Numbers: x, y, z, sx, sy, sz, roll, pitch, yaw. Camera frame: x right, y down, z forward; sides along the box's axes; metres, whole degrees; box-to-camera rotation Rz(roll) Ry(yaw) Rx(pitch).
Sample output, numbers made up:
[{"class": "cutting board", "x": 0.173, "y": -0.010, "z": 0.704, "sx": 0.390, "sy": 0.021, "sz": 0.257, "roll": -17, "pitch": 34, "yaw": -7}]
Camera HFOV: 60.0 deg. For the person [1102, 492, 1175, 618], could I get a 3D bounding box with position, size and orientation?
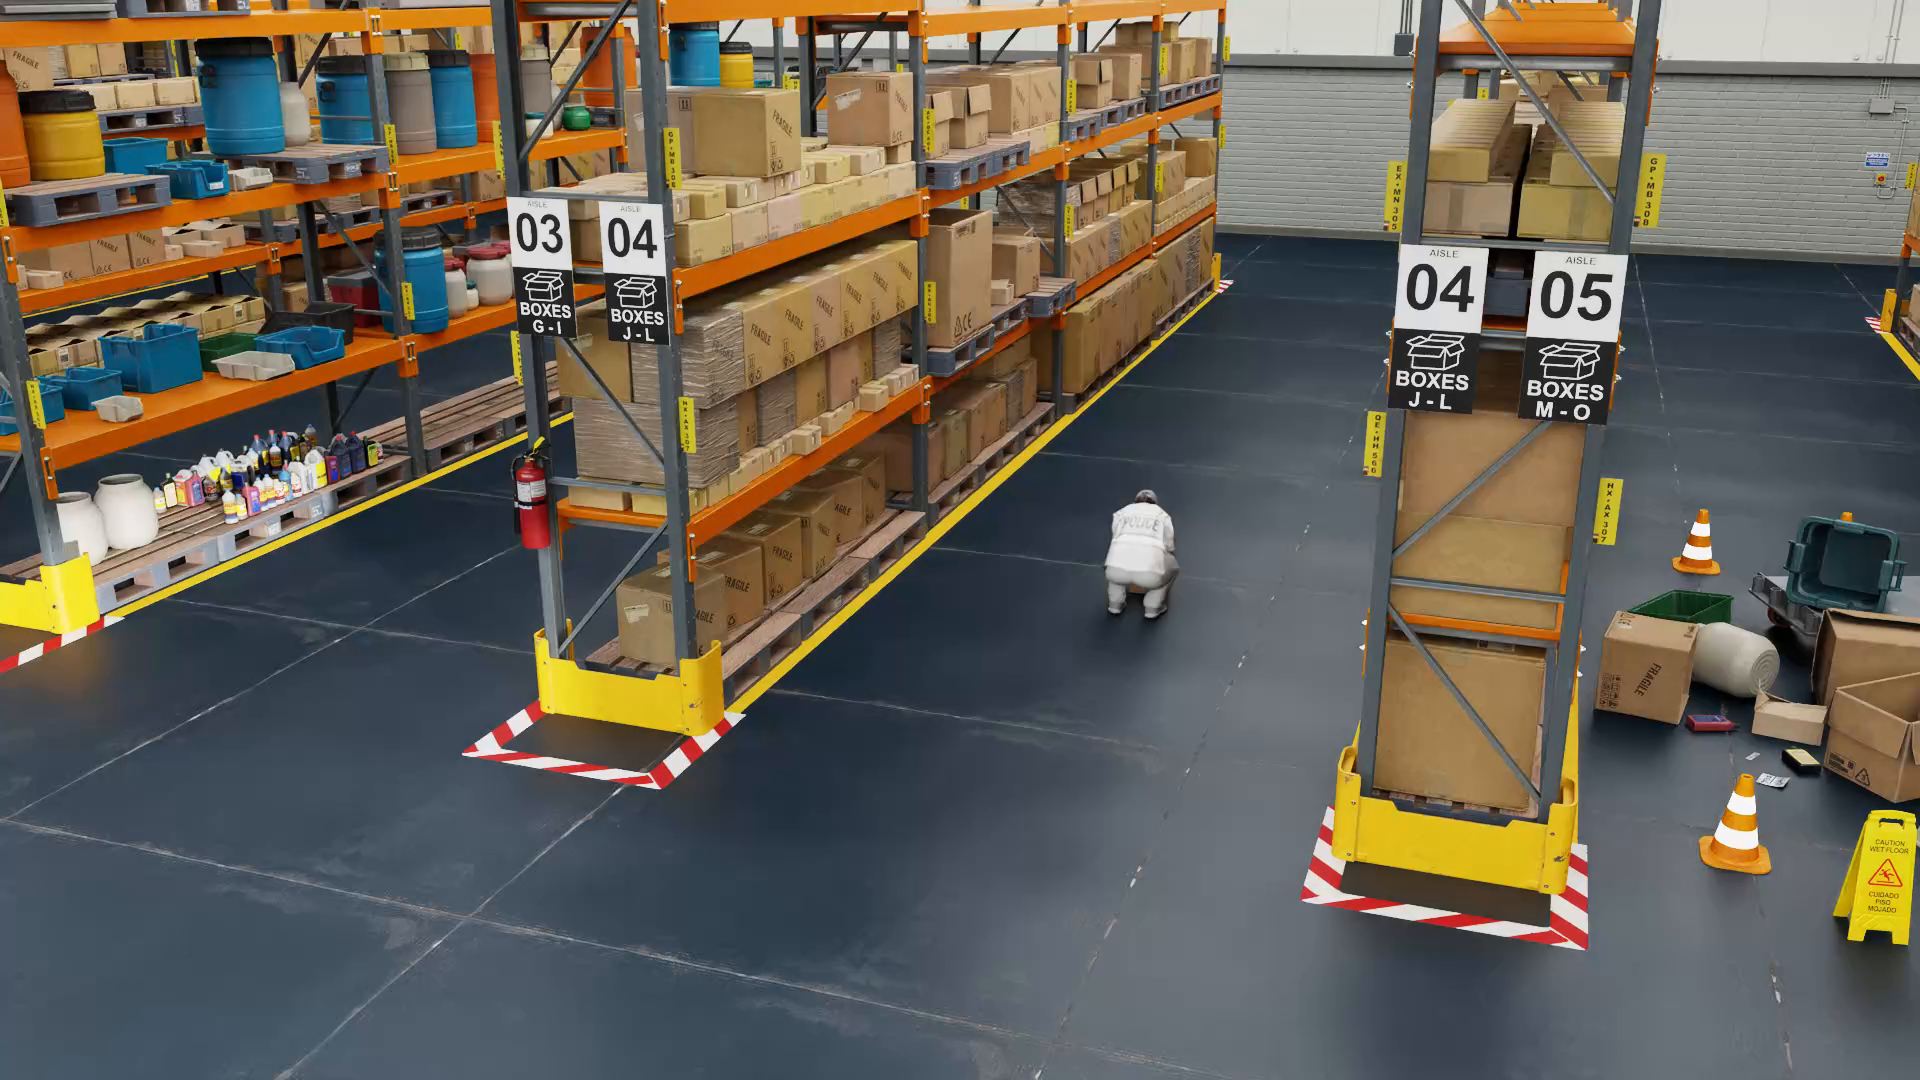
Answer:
[{"class": "person", "x": 1.315, "y": 0.123, "z": 12.134, "sx": 0.486, "sy": 0.807, "sz": 0.845, "roll": 6, "pitch": 20, "yaw": 18}]
